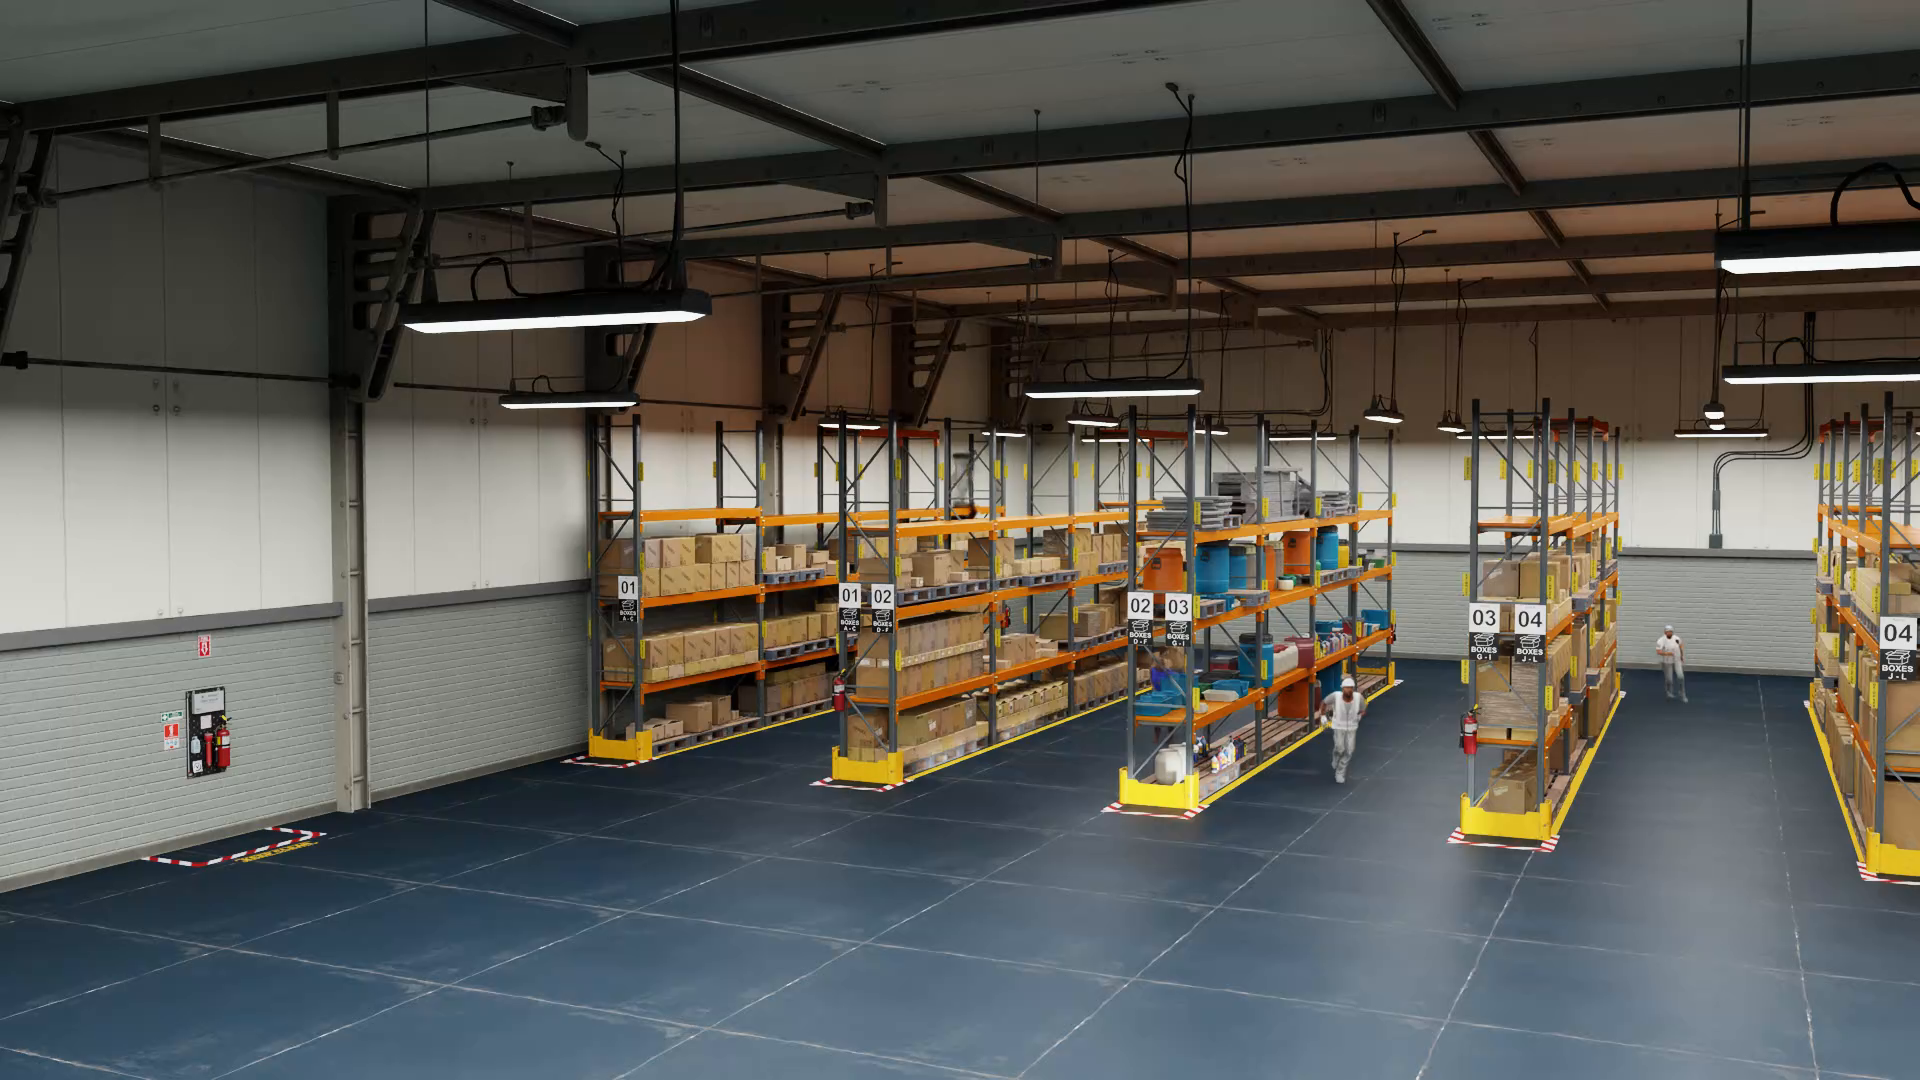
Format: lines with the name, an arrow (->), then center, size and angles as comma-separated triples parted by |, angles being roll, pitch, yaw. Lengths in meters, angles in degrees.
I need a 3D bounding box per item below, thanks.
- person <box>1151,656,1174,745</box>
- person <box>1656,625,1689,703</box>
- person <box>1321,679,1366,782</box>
person -> 3.737, 2.937, 30.622 | 0.569, 1.634, 0.880 | 1, 3, 25
person -> 15.529, 2.701, 36.353 | 0.634, 1.686, 0.735 | 0, 2, 9
person -> 6.185, 3.059, 26.746 | 0.671, 1.701, 0.741 | 0, 2, -4
